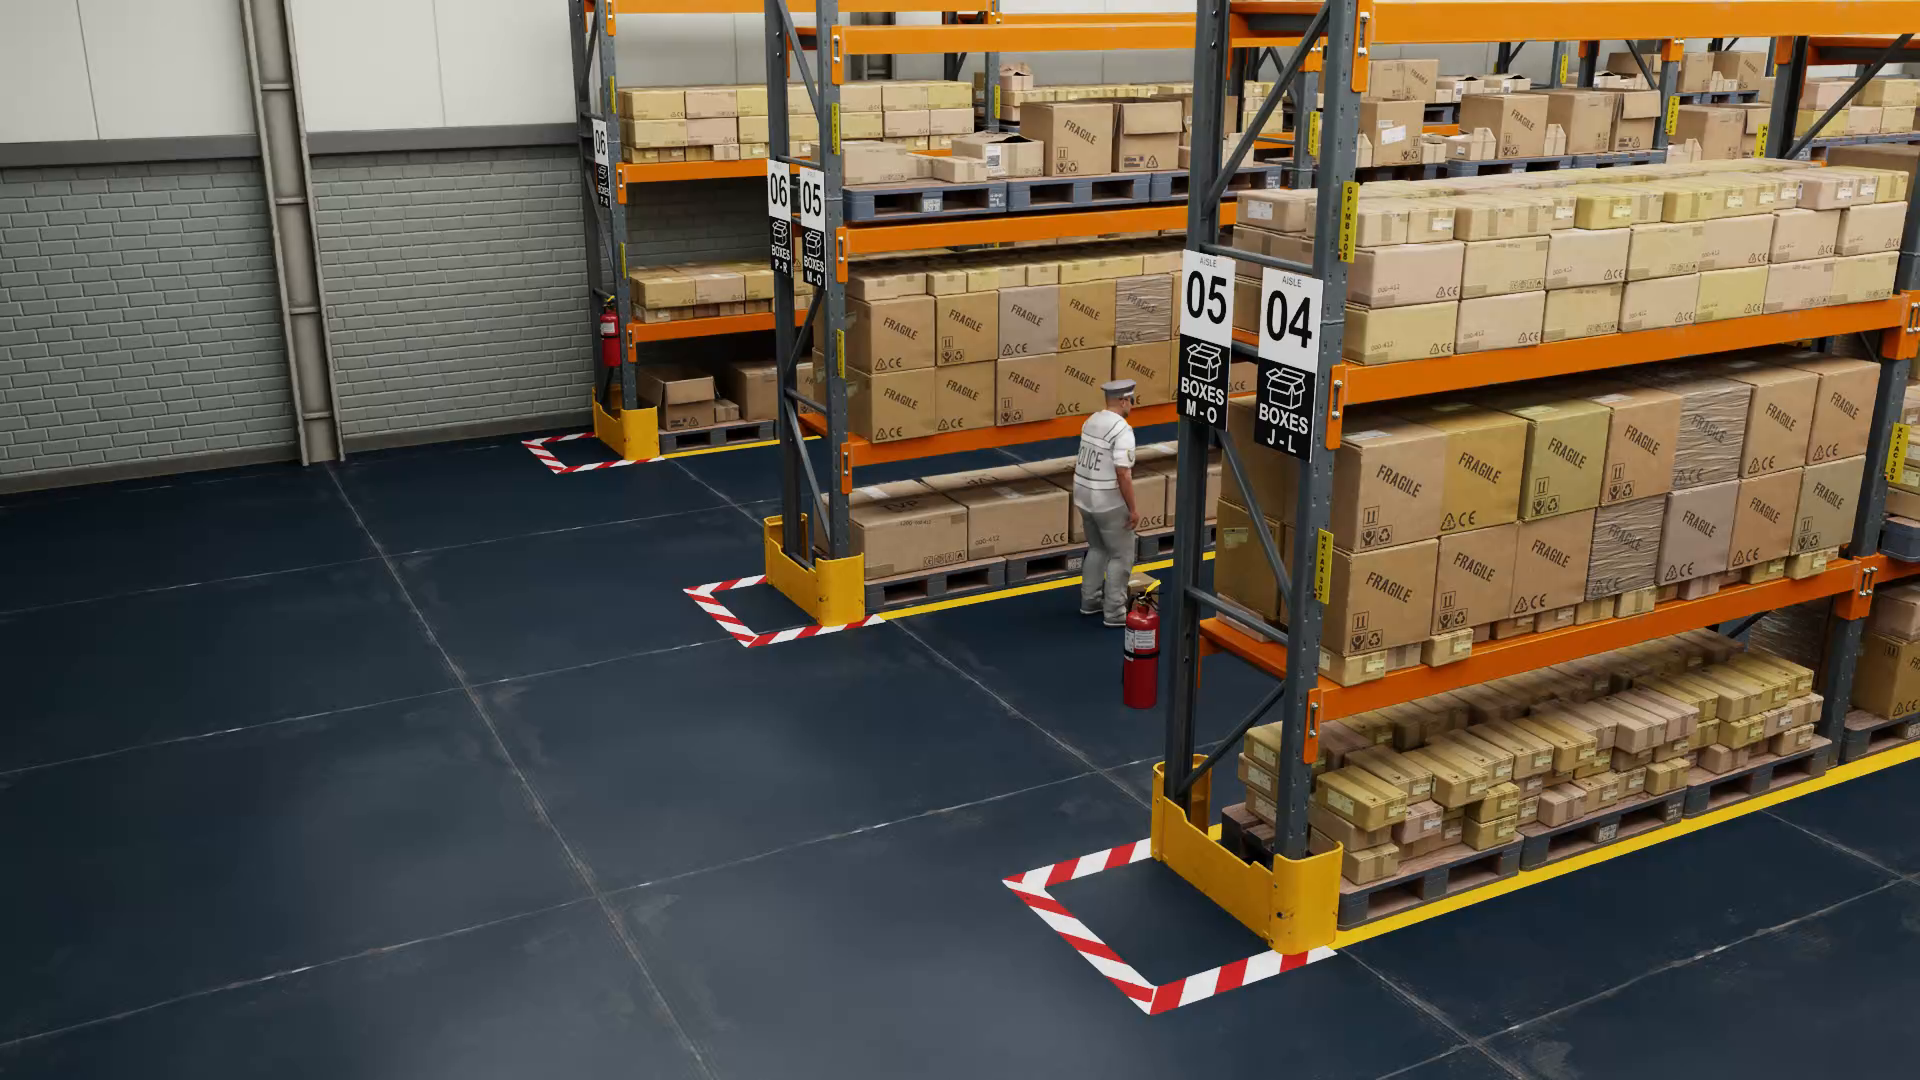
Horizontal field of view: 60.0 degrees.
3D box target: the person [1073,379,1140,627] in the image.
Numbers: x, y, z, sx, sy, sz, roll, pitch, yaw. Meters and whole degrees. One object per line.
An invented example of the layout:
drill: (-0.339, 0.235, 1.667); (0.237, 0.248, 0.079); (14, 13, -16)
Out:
person: (1.048, -0.268, 11.856); (0.435, 1.748, 0.590); (-10, 21, -27)
